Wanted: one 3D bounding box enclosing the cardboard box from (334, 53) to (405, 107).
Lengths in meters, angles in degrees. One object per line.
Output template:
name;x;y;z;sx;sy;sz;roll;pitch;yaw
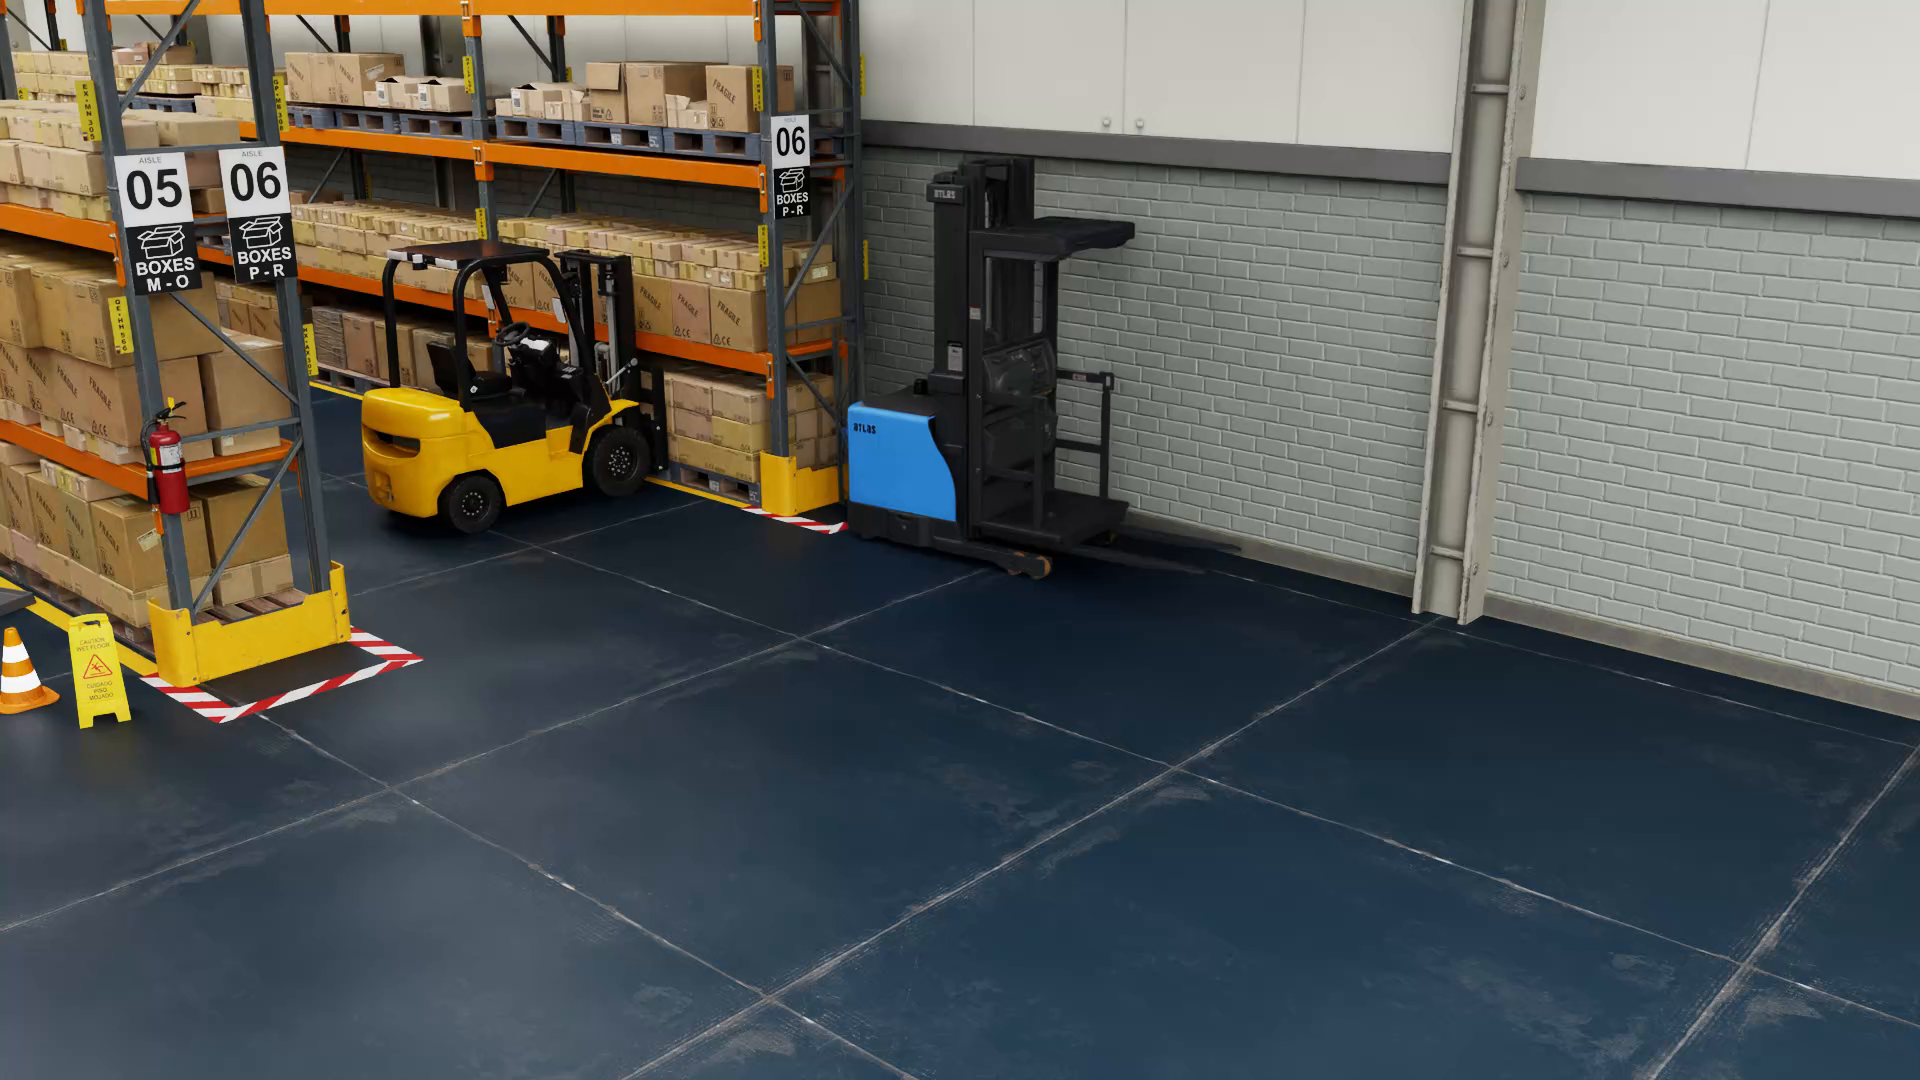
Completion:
cardboard box;-6.028;-4.713;17.021;0.500;0.500;0.500;16;23;41

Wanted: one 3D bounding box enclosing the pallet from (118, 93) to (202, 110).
pallet;-9.720;-5.390;20.487;1.003;0.211;1.213;15;23;39

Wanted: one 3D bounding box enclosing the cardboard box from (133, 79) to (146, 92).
cardboard box;-9.644;-5.445;19.908;0.250;0.149;0.380;15;23;40

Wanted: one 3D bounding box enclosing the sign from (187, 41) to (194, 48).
sign;-9.795;-6.186;21.181;0.005;0.325;0.100;15;23;39

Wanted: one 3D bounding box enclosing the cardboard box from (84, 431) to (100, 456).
cardboard box;-5.340;-0.652;10.623;0.250;0.149;0.380;15;23;38

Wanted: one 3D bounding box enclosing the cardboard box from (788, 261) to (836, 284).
cardboard box;-1.267;-2.270;14.069;0.250;0.149;0.380;14;23;38

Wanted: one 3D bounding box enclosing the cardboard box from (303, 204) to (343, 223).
cardboard box;-6.926;-3.566;18.152;0.250;0.149;0.380;16;23;40

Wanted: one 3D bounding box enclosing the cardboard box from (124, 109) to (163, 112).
cardboard box;-5.482;-2.748;10.950;0.250;0.149;0.380;16;24;41

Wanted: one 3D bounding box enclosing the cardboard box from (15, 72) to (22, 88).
cardboard box;-12.608;-6.251;22.647;0.500;0.250;0.500;16;23;40

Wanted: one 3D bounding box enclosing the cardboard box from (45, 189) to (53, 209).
cardboard box;-5.459;-2.151;10.387;0.250;0.149;0.380;15;23;40

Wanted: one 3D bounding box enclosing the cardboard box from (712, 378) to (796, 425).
cardboard box;-1.737;-1.175;14.053;0.500;0.250;0.500;16;24;41

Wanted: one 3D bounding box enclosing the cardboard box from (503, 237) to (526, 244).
cardboard box;-4.114;-2.823;15.811;0.250;0.149;0.380;15;23;38

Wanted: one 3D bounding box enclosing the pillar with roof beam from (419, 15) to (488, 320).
pillar with roof beam;-8.453;-5.221;14.686;0.400;9.000;9.100;15;23;39

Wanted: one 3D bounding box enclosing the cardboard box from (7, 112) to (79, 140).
cardboard box;-5.809;-2.634;10.589;0.250;0.149;0.380;14;22;38

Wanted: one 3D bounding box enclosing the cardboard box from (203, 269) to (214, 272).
cardboard box;-9.611;-3.295;20.901;0.250;0.149;0.380;14;22;36

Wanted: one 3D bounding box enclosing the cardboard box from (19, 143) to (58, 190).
cardboard box;-5.406;-2.309;10.226;0.500;0.250;0.500;15;23;39

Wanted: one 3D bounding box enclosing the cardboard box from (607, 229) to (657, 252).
cardboard box;-2.922;-2.671;14.839;0.250;0.149;0.380;15;23;39

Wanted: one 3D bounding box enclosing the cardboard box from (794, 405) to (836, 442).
cardboard box;-1.399;-1.056;14.505;0.500;0.250;0.500;16;23;40

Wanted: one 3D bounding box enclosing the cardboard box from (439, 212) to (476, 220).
cardboard box;-5.216;-3.334;17.420;0.250;0.149;0.380;15;23;39

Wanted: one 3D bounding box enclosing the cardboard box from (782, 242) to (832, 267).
cardboard box;-1.295;-2.401;13.990;0.250;0.149;0.380;14;23;38

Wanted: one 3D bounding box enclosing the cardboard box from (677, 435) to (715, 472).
cardboard box;-2.112;-0.801;14.529;0.500;0.250;0.500;15;23;39

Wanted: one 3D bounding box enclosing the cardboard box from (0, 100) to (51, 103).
cardboard box;-6.842;-3.107;12.082;0.250;0.149;0.380;14;23;38

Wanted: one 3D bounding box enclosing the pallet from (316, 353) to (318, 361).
pallet;-7.703;-2.222;19.765;1.213;0.211;1.003;15;23;39

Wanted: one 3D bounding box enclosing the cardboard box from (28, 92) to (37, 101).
cardboard box;-12.356;-5.966;22.409;0.250;0.149;0.380;15;23;39

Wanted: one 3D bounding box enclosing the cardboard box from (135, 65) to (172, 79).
cardboard box;-9.610;-5.593;19.881;0.250;0.149;0.380;15;23;38

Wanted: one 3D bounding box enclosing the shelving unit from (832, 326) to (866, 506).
shelving unit;-0.466;-1.063;13.946;1.048;1.500;0.538;-10;18;-30

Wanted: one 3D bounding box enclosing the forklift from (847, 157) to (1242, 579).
forklift;0.621;-1.292;12.336;3.031;2.935;1.130;11;21;32

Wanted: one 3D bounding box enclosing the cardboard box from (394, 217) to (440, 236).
cardboard box;-5.556;-3.215;17.046;0.250;0.149;0.380;15;23;40

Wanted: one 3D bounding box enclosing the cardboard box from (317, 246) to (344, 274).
cardboard box;-6.627;-3.075;18.090;0.500;0.250;0.500;14;23;38

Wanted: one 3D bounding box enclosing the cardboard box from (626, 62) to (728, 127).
cardboard box;-2.378;-3.774;14.061;0.500;0.500;0.700;15;23;40

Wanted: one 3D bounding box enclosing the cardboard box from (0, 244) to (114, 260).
cardboard box;-6.109;-1.696;11.188;0.500;0.500;0.700;15;23;39

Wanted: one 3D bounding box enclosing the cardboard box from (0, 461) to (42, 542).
cardboard box;-6.412;-0.324;11.786;0.500;0.500;0.500;17;24;42

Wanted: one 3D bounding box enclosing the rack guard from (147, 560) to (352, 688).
rack guard;-4.534;0.513;10.668;0.348;0.500;1.175;15;23;39

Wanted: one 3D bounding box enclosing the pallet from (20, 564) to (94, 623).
pallet;-6.027;0.235;12.023;1.213;0.211;1.003;15;23;39

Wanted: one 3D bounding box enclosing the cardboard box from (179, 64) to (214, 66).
cardboard box;-9.270;-5.713;20.259;0.250;0.149;0.380;16;24;41

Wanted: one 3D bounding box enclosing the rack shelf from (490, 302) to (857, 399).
rack shelf;-2.682;-1.845;15.157;4.000;0.370;1.077;15;23;39

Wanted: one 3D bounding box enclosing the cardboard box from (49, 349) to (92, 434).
cardboard box;-5.438;-1.001;10.649;0.500;0.500;0.500;15;23;39

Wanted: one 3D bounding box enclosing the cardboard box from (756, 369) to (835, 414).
cardboard box;-1.420;-1.292;14.423;0.500;0.250;0.500;15;23;38

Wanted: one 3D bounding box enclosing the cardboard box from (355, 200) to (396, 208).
cardboard box;-6.522;-3.703;18.584;0.250;0.149;0.380;16;23;41

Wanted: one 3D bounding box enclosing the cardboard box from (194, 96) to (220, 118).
cardboard box;-8.465;-5.001;19.199;0.500;0.250;0.500;15;23;39

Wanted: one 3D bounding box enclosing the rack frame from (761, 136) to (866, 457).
rack frame;-1.186;-1.787;13.783;0.127;3.000;1.000;15;23;39

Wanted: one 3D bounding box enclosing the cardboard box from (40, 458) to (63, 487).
cardboard box;-5.951;-0.484;11.217;0.250;0.149;0.380;16;24;42

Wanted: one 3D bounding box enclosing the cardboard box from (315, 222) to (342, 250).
cardboard box;-6.626;-3.315;18.019;0.500;0.250;0.500;16;24;41

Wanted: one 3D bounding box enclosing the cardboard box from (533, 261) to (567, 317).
cardboard box;-3.618;-2.389;15.514;0.500;0.500;0.500;16;23;40

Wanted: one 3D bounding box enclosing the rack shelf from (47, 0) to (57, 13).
rack shelf;-11.657;-7.113;21.842;4.000;0.370;1.077;15;23;39

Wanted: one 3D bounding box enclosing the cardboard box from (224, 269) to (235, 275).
cardboard box;-9.097;-3.362;21.111;0.250;0.149;0.380;14;22;37

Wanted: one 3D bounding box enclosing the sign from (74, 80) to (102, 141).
sign;-4.861;-2.393;9.271;0.005;0.325;0.100;15;23;39

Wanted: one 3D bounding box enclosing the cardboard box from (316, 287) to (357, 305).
cardboard box;-7.352;-2.886;19.613;0.250;0.149;0.380;17;24;42

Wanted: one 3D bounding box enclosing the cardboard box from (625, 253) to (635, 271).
cardboard box;-2.734;-2.472;14.706;0.250;0.149;0.380;15;23;39

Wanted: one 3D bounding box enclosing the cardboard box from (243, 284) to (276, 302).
cardboard box;-8.266;-2.927;19.741;0.250;0.149;0.380;16;24;41

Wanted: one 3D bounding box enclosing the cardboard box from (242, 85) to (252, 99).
cardboard box;-7.775;-5.015;18.584;0.250;0.149;0.380;14;23;38

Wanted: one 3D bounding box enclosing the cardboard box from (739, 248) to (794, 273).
cardboard box;-1.593;-2.310;13.701;0.250;0.149;0.380;15;23;39

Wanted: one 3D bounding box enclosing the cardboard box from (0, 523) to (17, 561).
cardboard box;-6.801;-0.072;12.230;0.500;0.250;0.500;17;24;42

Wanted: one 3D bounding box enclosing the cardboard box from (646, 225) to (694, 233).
cardboard box;-2.633;-2.770;15.153;0.250;0.149;0.380;16;24;41
